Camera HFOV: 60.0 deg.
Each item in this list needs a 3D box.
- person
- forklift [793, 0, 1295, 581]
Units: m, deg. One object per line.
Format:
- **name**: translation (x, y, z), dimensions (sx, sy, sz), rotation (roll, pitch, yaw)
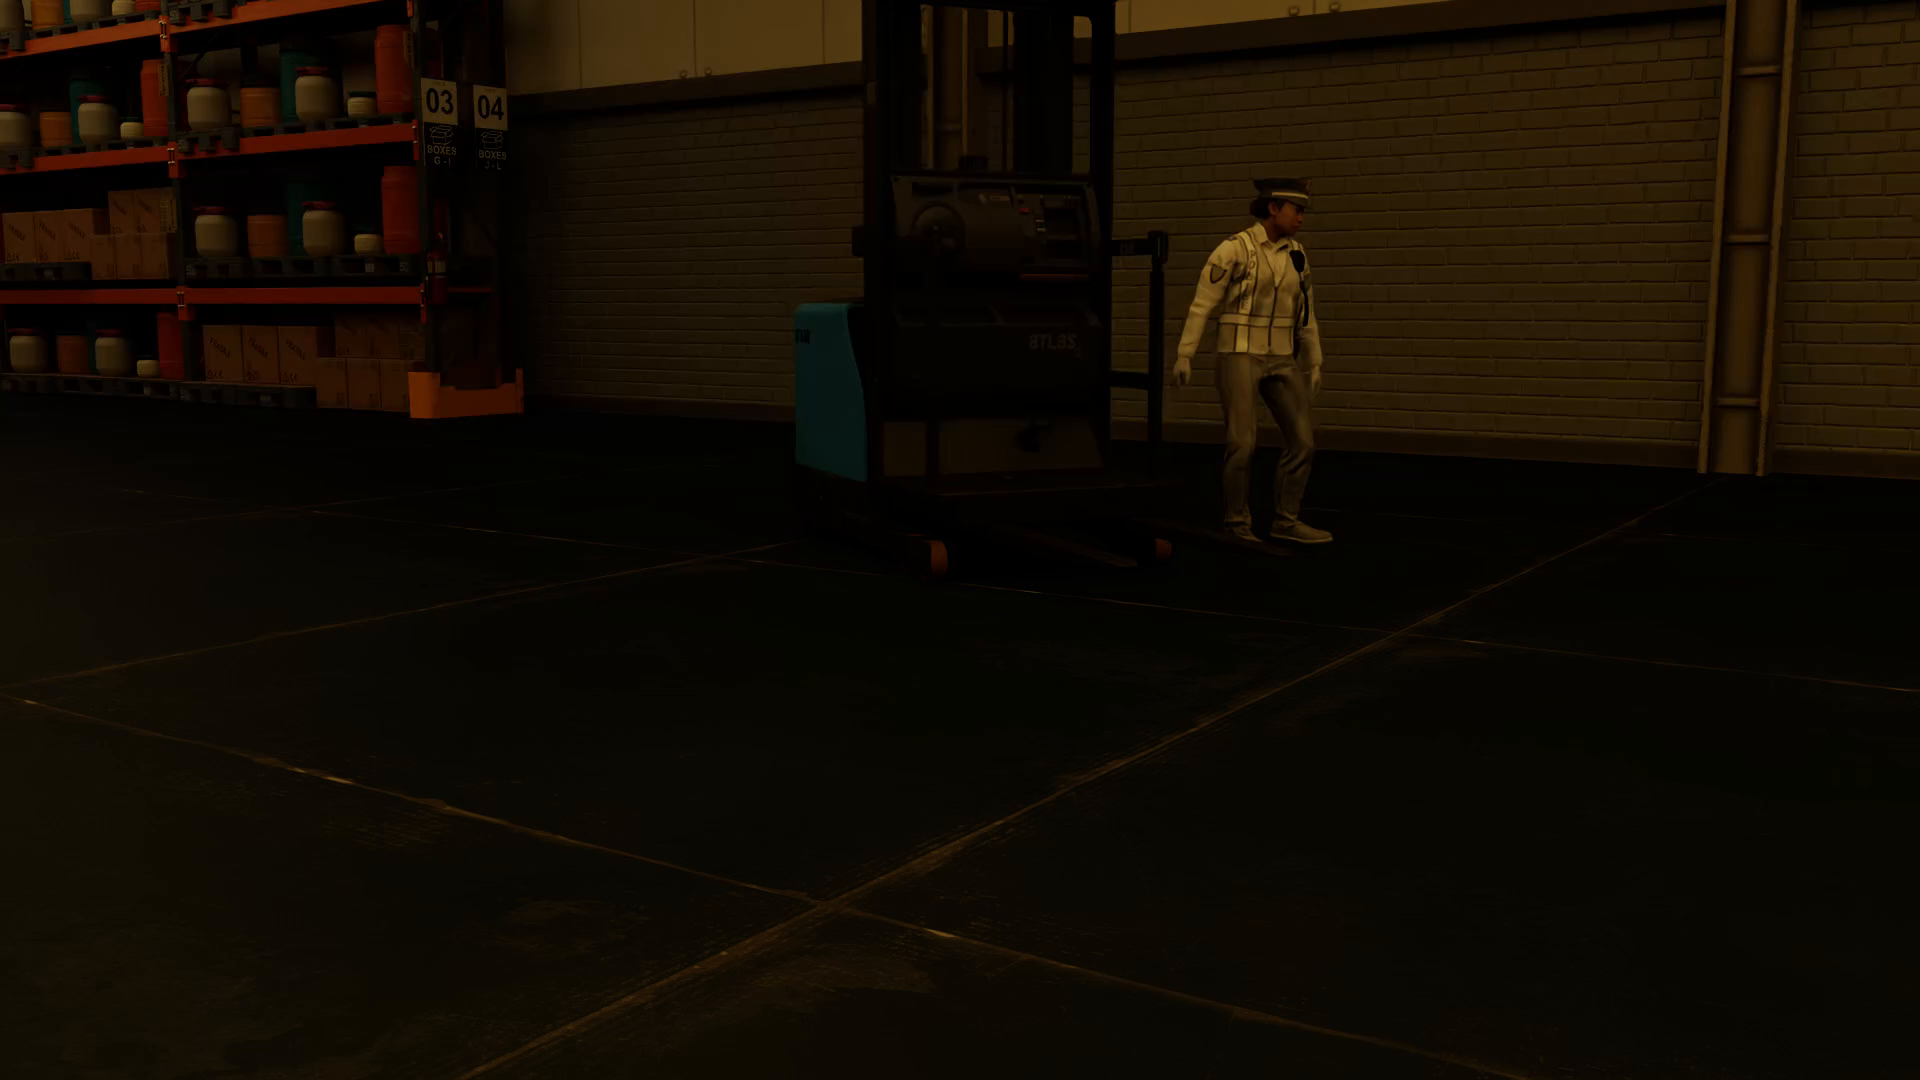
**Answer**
- **person**: translation (1.318, -0.765, 7.285), dimensions (0.768, 1.632, 0.369), rotation (-3, 9, -20)
- **forklift**: translation (0.240, -1.358, 6.745), dimensions (1.130, 2.935, 3.031), rotation (-3, 9, -23)
